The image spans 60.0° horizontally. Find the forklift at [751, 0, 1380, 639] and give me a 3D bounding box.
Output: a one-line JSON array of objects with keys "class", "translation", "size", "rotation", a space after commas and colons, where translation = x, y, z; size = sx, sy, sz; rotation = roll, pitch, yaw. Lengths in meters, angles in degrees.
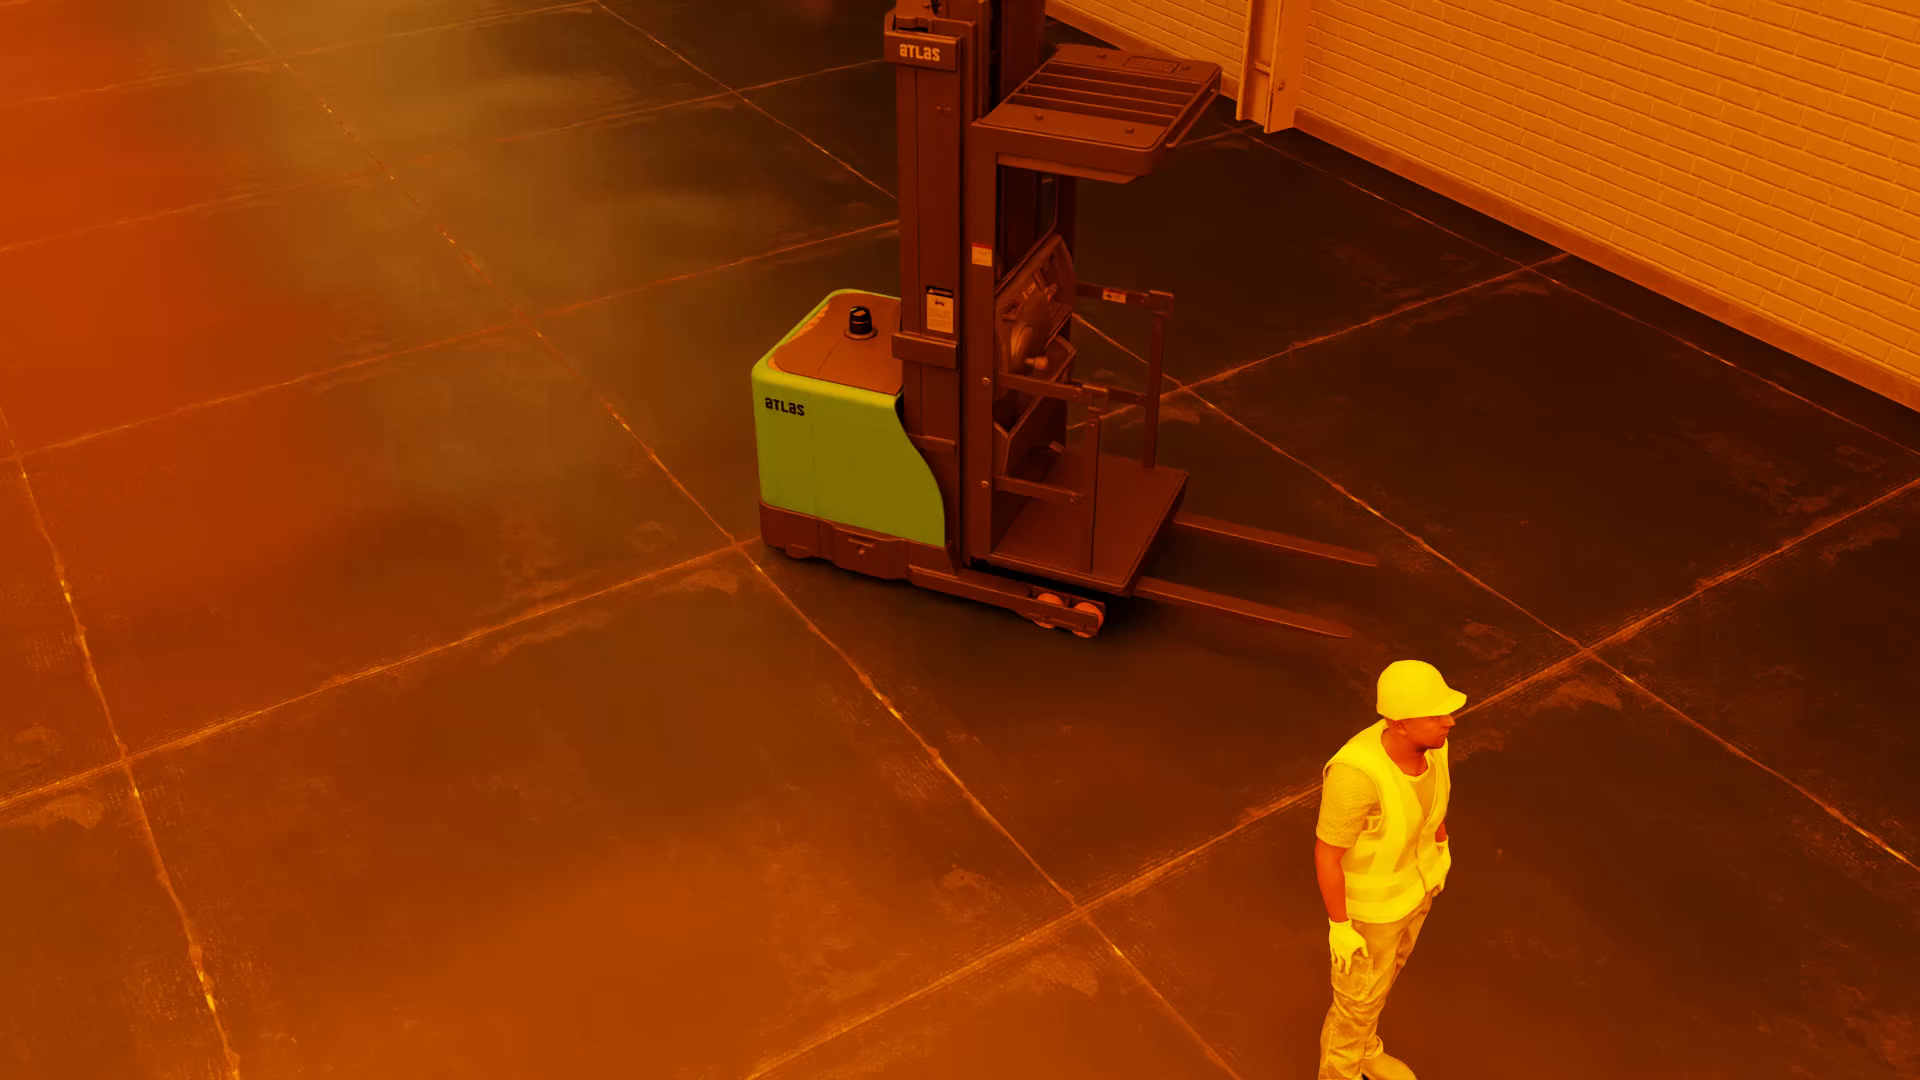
[{"class": "forklift", "translation": [0.538, -1.077, 7.681], "size": [3.031, 2.935, 1.130], "rotation": [13, 37, 18]}]

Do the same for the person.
[{"class": "person", "translation": [1.448, 1.182, 5.451], "size": [0.577, 1.781, 0.656], "rotation": [30, 45, 35]}]
